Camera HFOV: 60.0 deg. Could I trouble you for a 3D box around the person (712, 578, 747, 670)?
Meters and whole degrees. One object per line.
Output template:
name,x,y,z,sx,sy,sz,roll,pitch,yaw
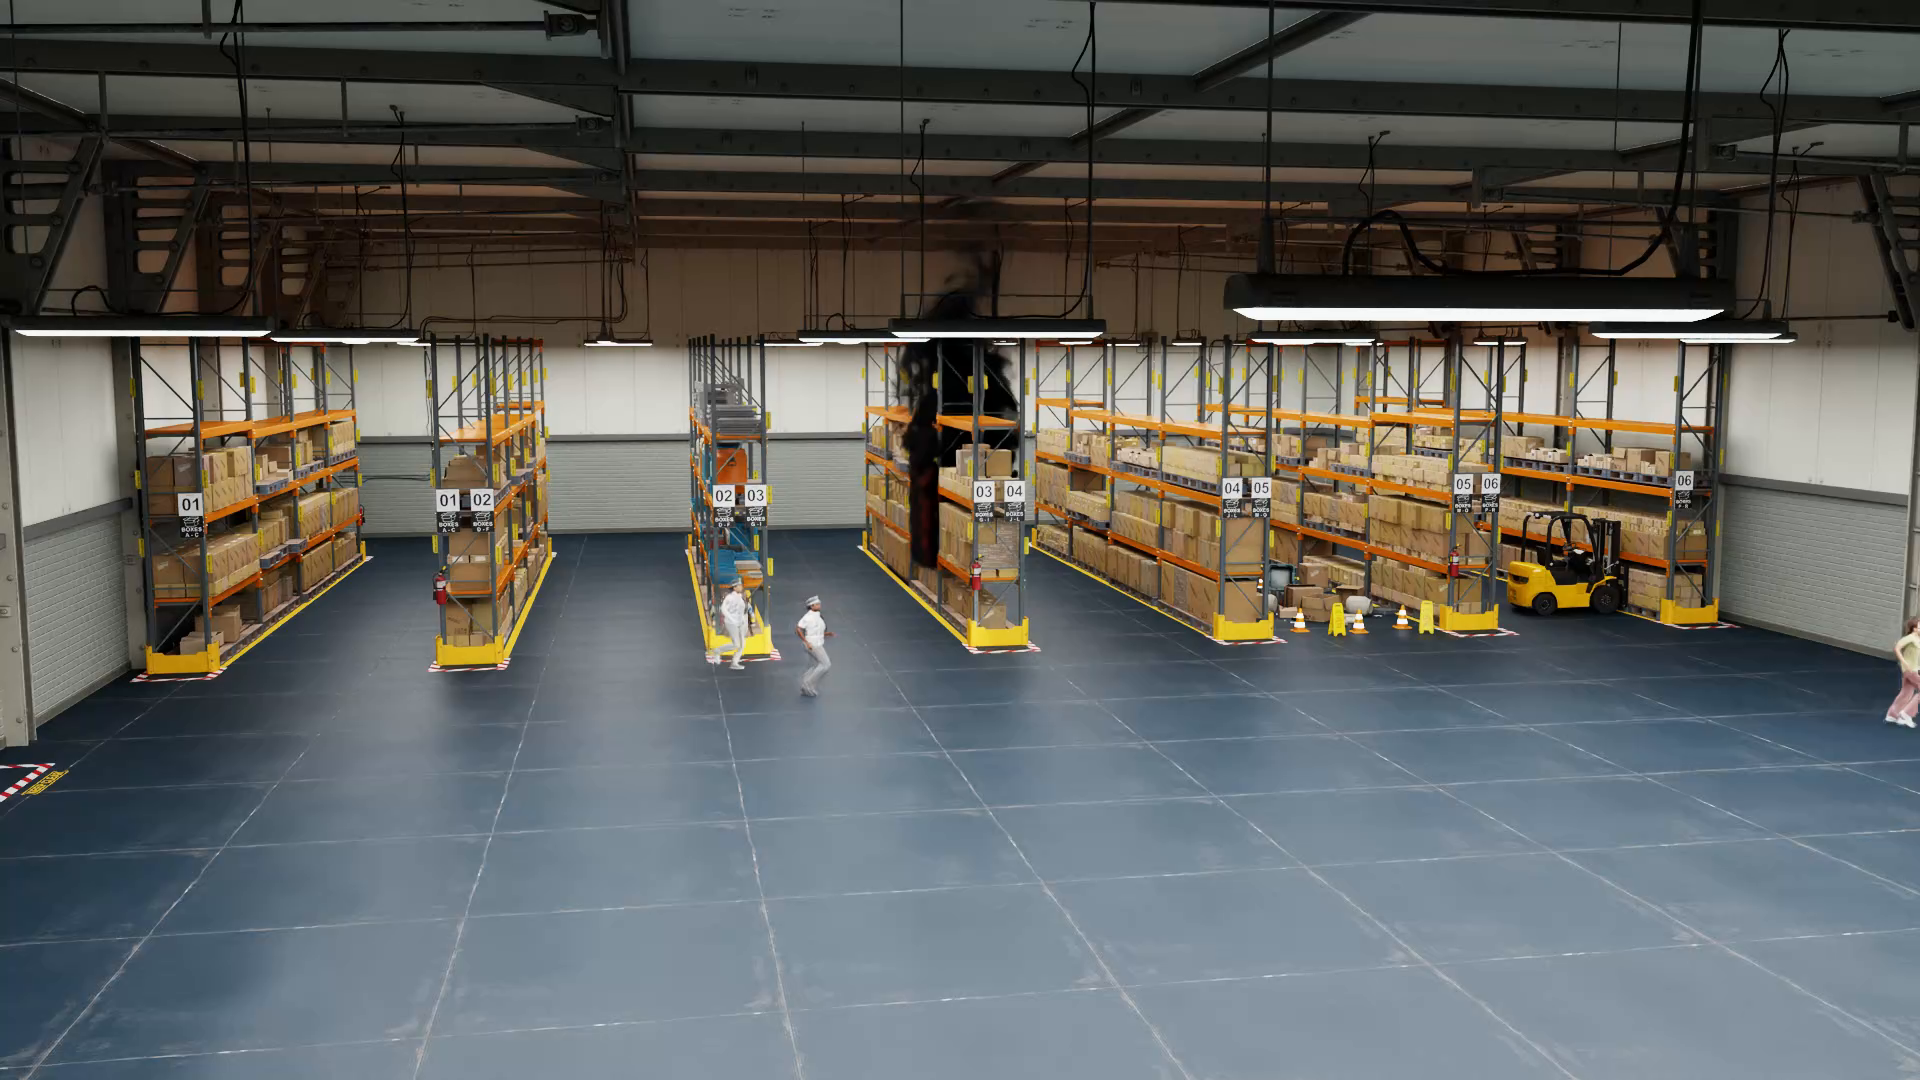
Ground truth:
person,-4.131,1.487,29.903,0.599,1.642,0.632,2,7,13

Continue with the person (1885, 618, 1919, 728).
person,14.497,2.014,25.293,0.650,1.674,0.552,4,8,33

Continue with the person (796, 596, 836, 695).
person,-2.361,1.742,27.473,0.629,1.653,0.562,1,7,9
